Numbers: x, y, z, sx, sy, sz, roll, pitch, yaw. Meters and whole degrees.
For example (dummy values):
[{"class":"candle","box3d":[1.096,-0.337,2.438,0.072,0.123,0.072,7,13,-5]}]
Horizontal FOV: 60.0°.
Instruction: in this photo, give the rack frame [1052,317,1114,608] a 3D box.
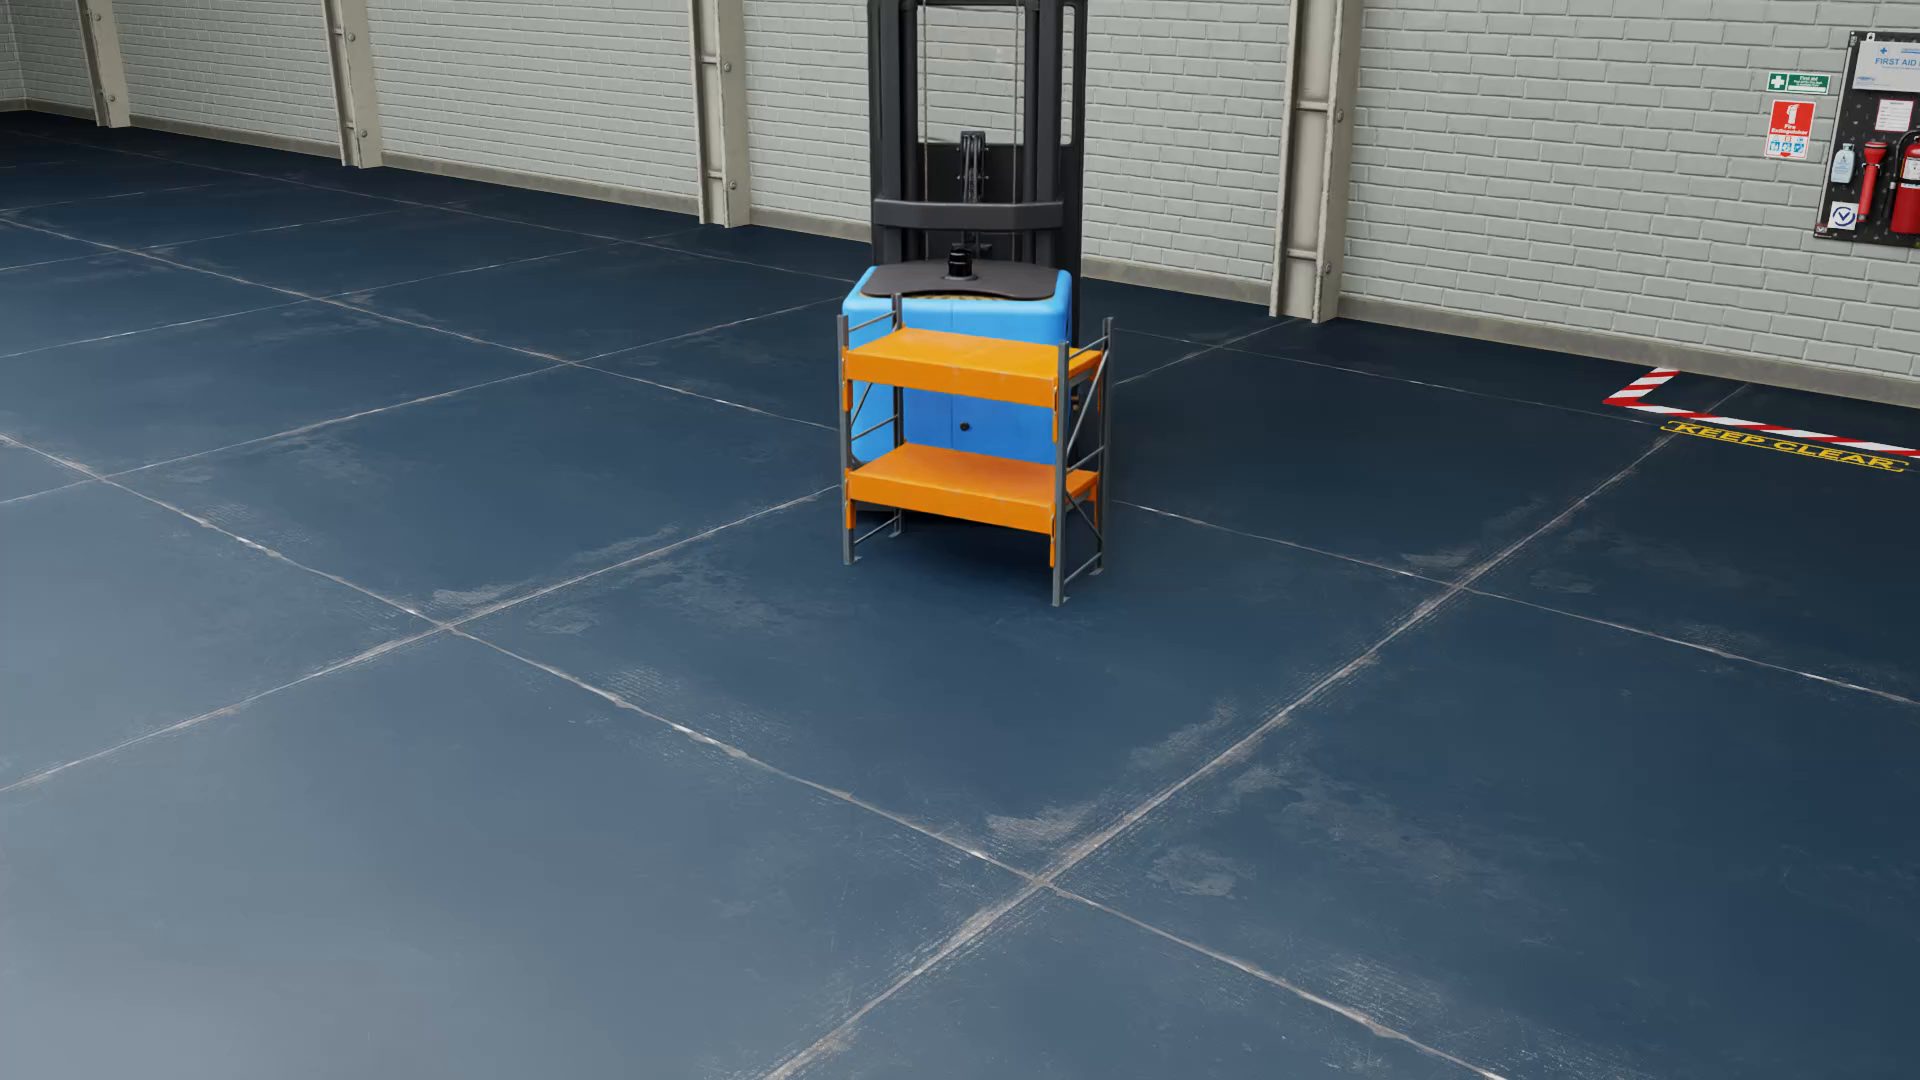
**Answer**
[{"class":"rack frame","box3d":[0.514,-0.324,6.934,0.032,1.125,0.500,10,23,26]}]

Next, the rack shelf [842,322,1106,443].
[{"class":"rack shelf","box3d":[0.064,-0.681,7.051,1.000,0.278,0.538,10,23,26]}]

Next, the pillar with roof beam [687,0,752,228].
[{"class":"pillar with roof beam","box3d":[-4.902,-5.983,10.781,0.400,9.000,9.100,16,26,36]}]

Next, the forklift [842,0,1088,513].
[{"class":"forklift","box3d":[0.110,-1.957,8.705,1.130,2.935,3.031,2,21,5]}]

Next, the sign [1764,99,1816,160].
[{"class":"sign","box3d":[4.863,-2.406,9.746,0.234,0.329,0.001,16,26,36]}]

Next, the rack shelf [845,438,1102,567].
[{"class":"rack shelf","box3d":[0.064,-0.179,7.241,1.000,0.278,0.538,10,23,26]}]

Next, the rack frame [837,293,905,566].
[{"class":"rack frame","box3d":[-0.387,-0.491,7.375,0.032,1.125,0.500,10,23,26]}]

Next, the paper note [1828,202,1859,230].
[{"class":"paper note","box3d":[5.133,-1.884,9.661,0.142,0.148,0.016,16,26,36]}]

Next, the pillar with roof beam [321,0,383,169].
[{"class":"pillar with roof beam","box3d":[-9.550,-7.322,14.331,0.400,9.000,9.100,16,26,36]}]

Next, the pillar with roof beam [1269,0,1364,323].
[{"class":"pillar with roof beam","box3d":[-0.254,-4.645,7.232,0.400,9.000,9.100,16,26,36]}]

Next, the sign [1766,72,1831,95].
[{"class":"sign","box3d":[4.861,-2.650,9.644,0.331,0.109,0.001,16,26,36]}]

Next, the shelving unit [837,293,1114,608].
[{"class":"shelving unit","box3d":[0.064,-0.407,7.154,1.048,1.125,0.538,10,23,26]}]

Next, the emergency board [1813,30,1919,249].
[{"class":"emergency board","box3d":[5.226,-2.238,9.351,0.643,1.169,0.194,16,26,36]}]

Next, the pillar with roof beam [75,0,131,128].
[{"class":"pillar with roof beam","box3d":[-14.199,-8.661,17.881,0.400,9.000,9.100,16,26,36]}]
